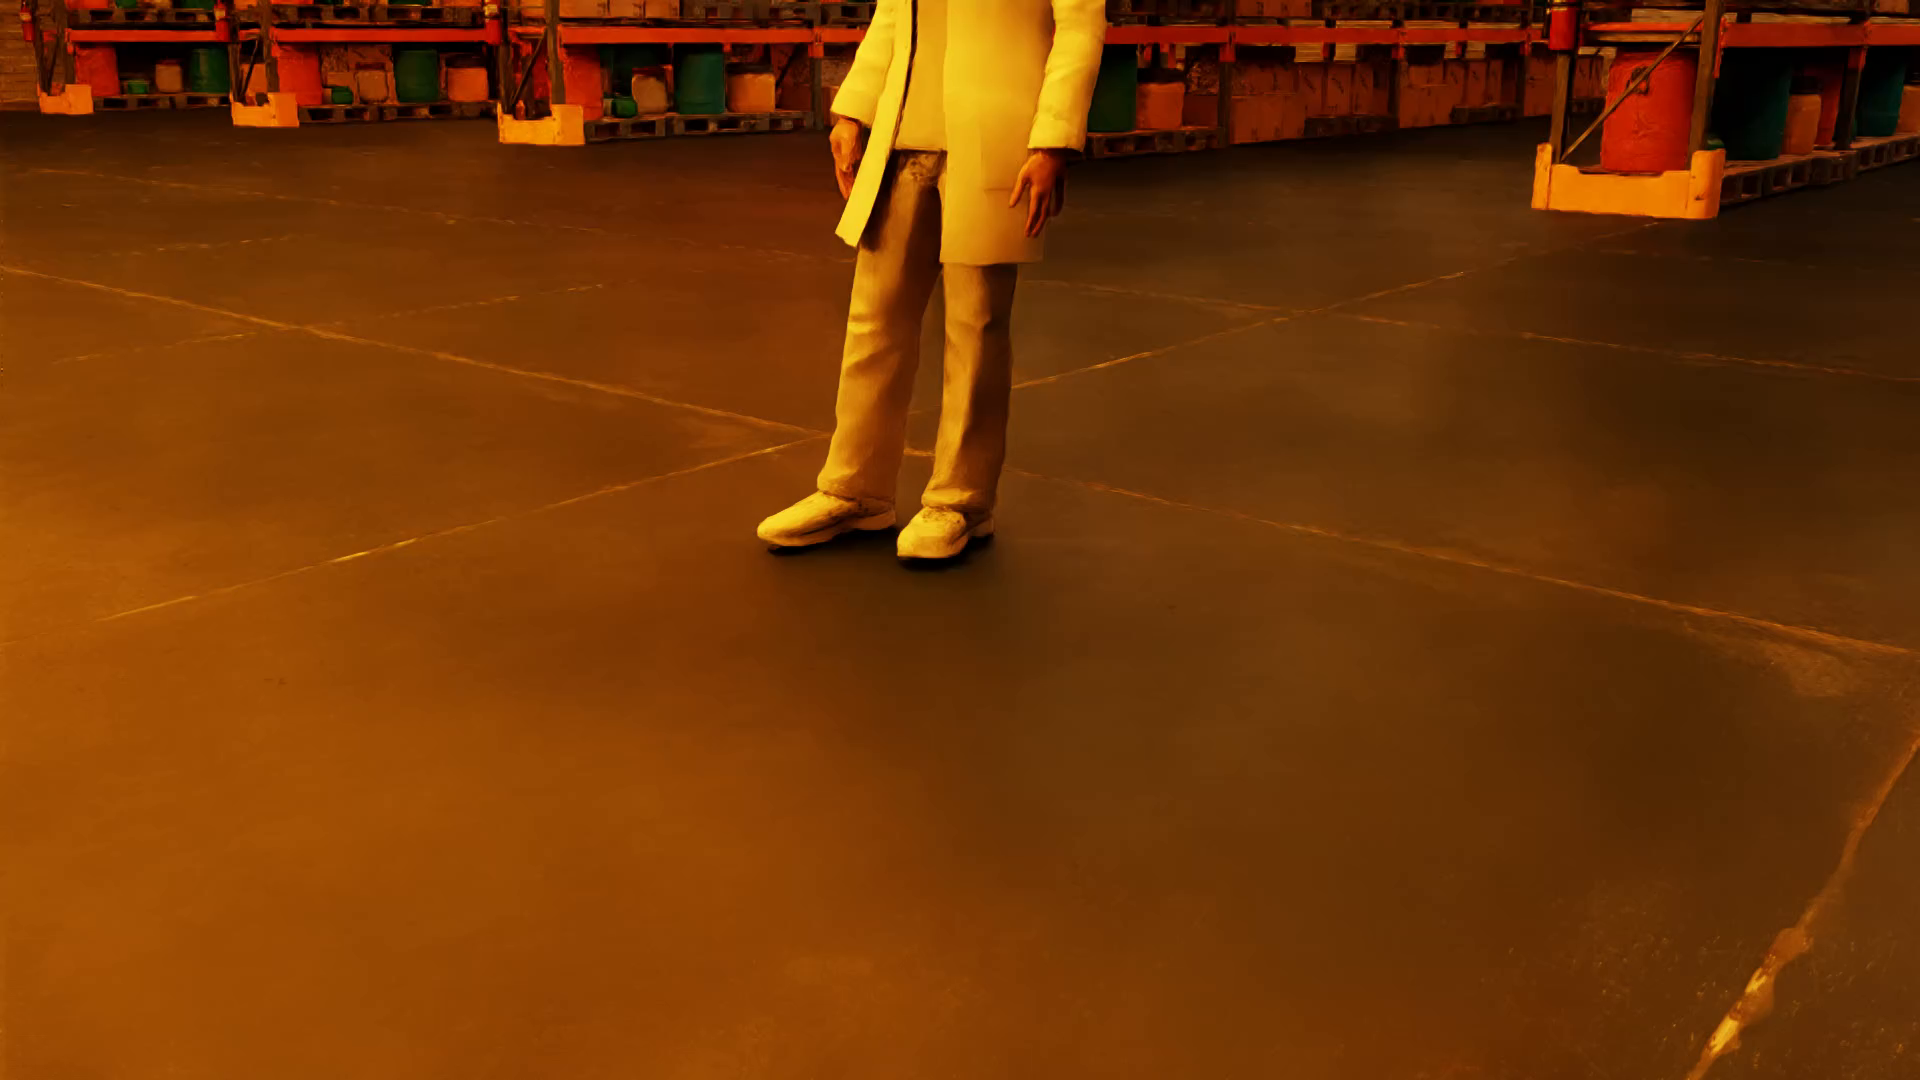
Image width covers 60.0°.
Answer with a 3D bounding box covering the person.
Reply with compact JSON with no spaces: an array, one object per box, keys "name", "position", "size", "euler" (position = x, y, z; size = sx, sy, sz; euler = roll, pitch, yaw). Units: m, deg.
[{"name":"person","position":[-0.061,-0.838,3.617],"size":[0.694,1.776,0.579],"euler":[13,21,37]}]
